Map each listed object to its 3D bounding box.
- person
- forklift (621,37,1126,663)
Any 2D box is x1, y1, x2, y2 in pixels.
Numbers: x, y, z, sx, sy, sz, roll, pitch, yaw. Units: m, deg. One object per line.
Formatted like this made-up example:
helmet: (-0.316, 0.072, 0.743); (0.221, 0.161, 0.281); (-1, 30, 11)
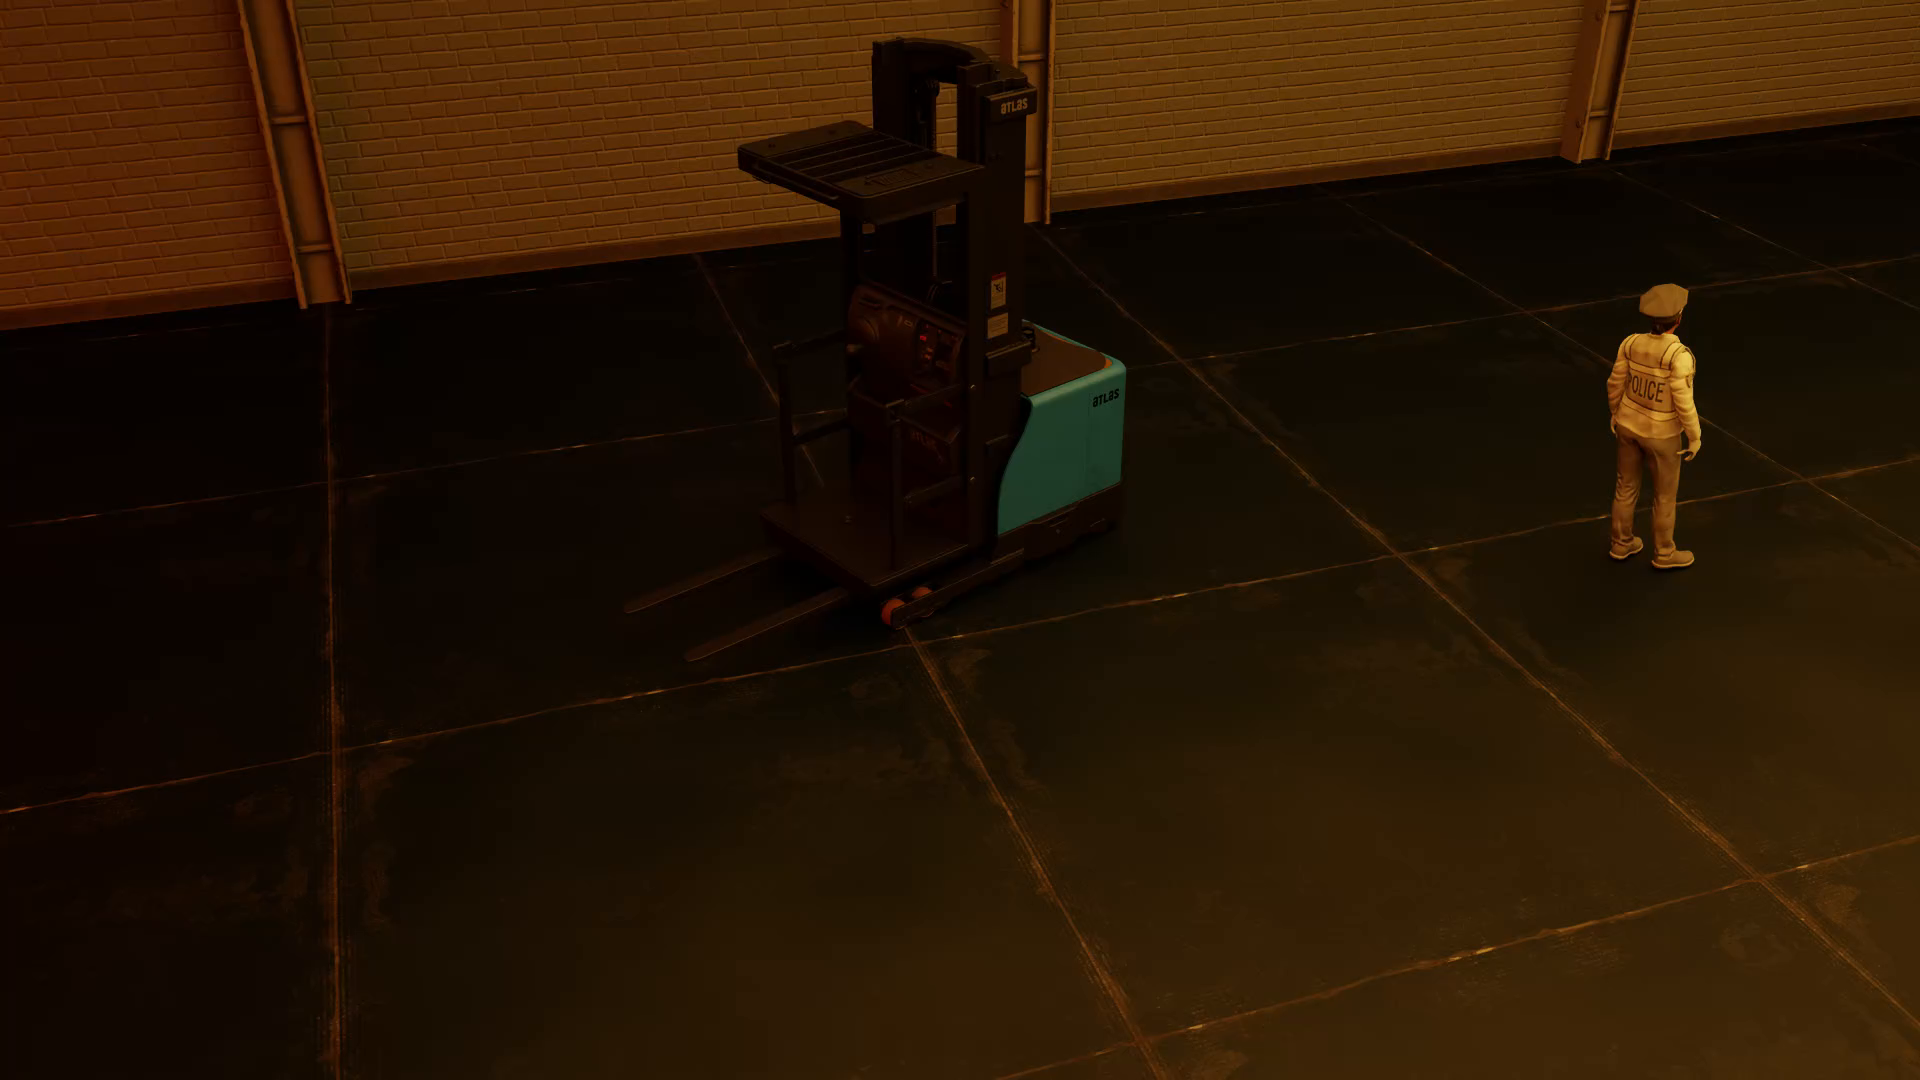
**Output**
person: (3.959, -0.648, 9.440); (0.530, 1.694, 0.588); (-19, 35, -29)
forklift: (-0.461, -1.072, 8.951); (3.031, 2.935, 1.130); (-23, 37, -34)
